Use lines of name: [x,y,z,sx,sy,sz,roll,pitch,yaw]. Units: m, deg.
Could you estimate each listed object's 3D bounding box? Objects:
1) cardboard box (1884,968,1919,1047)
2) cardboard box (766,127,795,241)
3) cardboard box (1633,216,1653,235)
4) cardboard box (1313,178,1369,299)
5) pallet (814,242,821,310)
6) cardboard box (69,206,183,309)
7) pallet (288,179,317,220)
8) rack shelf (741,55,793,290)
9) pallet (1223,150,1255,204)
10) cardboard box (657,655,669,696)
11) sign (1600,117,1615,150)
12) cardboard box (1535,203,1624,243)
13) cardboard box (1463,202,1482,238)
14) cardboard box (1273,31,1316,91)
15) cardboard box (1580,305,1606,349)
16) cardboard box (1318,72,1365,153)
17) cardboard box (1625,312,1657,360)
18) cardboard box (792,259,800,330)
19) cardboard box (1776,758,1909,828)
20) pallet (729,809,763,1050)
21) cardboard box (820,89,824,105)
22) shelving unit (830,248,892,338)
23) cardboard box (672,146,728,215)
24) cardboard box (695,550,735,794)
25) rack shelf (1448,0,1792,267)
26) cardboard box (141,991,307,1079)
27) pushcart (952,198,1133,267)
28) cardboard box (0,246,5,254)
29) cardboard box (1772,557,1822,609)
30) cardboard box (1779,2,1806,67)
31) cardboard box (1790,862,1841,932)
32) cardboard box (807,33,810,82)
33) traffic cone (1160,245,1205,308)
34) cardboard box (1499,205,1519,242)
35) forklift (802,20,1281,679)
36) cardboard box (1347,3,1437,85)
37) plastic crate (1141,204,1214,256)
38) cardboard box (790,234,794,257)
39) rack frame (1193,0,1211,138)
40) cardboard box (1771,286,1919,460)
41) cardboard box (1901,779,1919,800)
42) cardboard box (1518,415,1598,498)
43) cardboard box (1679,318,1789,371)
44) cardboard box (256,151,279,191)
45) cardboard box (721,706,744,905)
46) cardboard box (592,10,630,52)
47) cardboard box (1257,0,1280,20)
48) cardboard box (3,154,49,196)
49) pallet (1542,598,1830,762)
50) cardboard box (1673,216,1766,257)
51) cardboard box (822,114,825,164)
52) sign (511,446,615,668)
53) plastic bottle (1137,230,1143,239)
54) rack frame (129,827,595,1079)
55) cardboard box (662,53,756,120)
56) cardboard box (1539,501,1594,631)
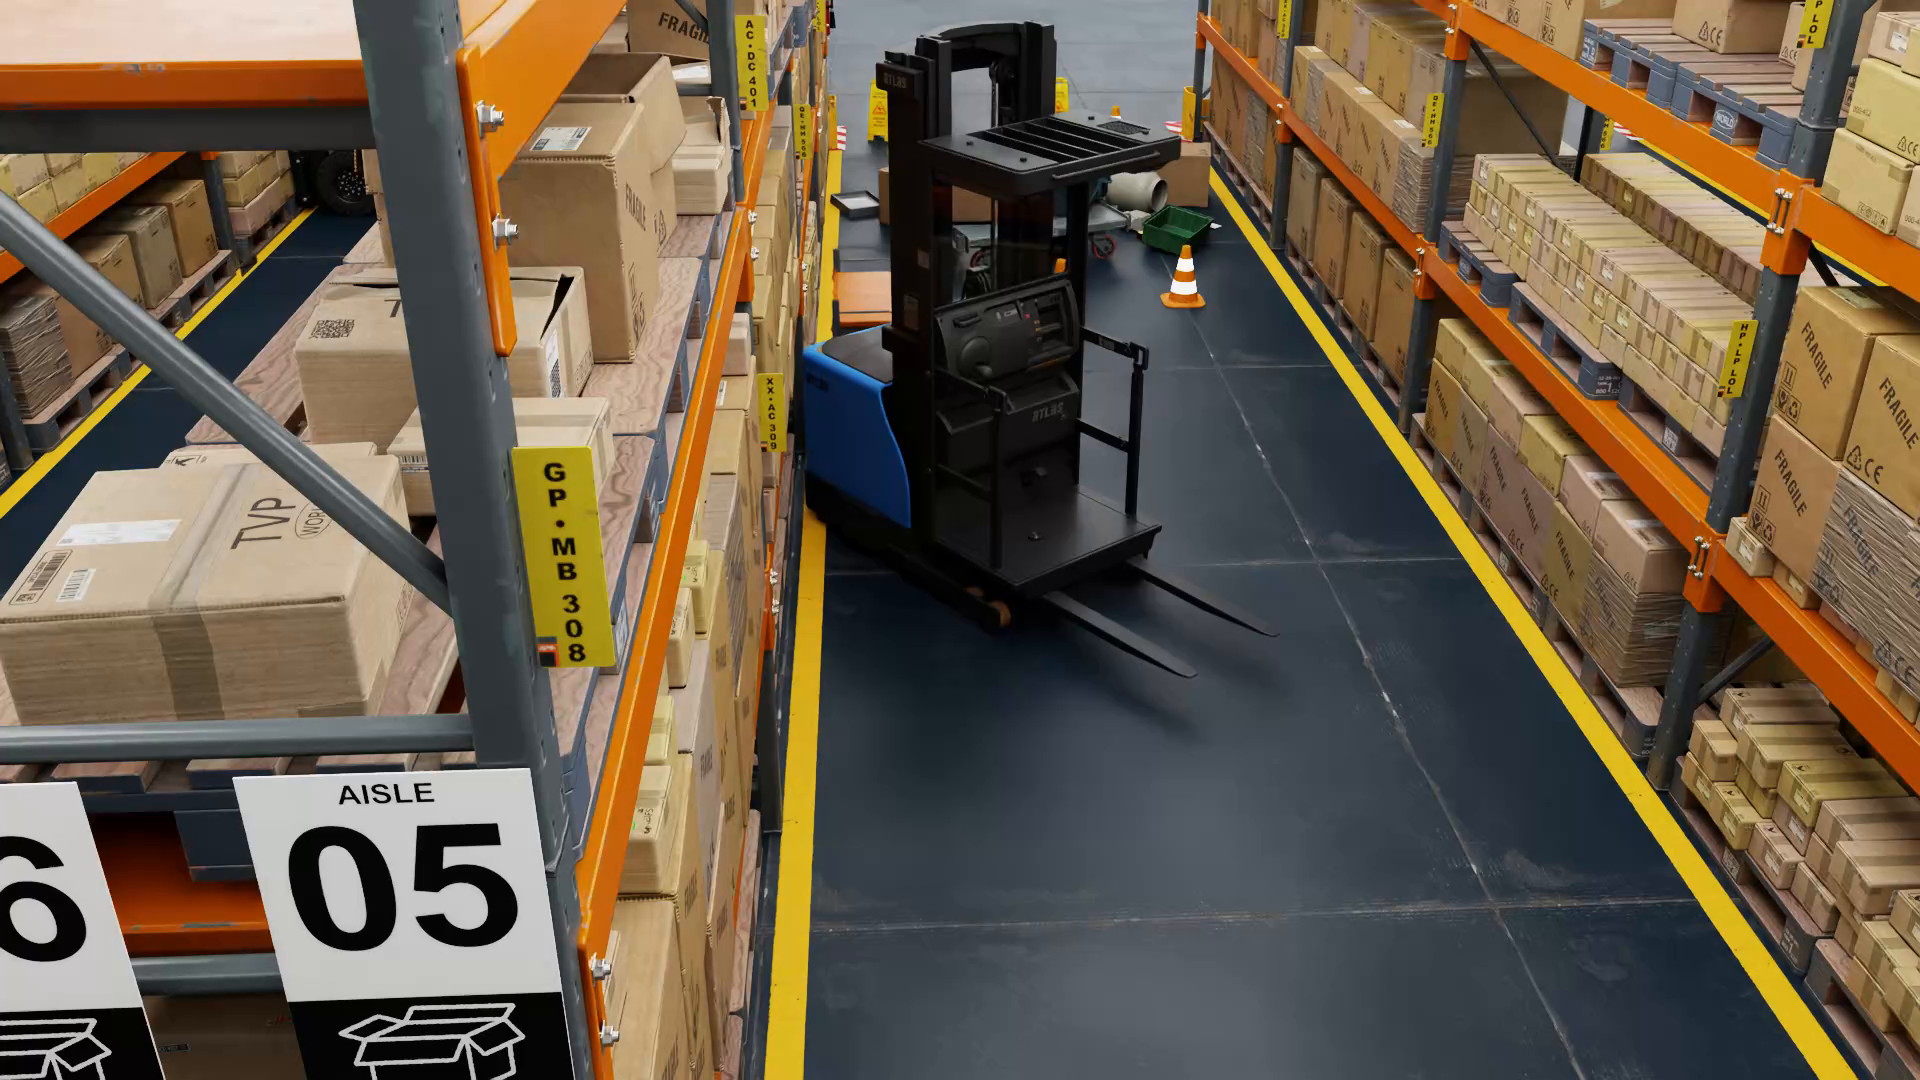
cardboard box: [3.447,1.609,5.728,0.380,0.149,0.250,-1,28,-2]
cardboard box: [-1.167,-1.923,9.004,0.500,0.500,0.500,-1,28,-2]
cardboard box: [3.973,-1.700,9.261,0.380,0.149,0.250,-1,28,-3]
cardboard box: [3.408,-2.376,13.041,1.050,0.750,0.750,-1,28,-3]
pallet: [-1.657,-2.156,13.655,1.003,0.211,1.213,-1,28,-3]
cardboard box: [-6.584,-2.164,12.769,0.875,0.625,0.625,-2,28,-3]
pallet: [-6.722,-3.327,15.900,1.003,0.211,1.213,-1,28,-3]
rack shelf: [-1.386,-1.992,7.859,1.077,0.370,4.000,-1,28,-3]
pallet: [3.211,-3.599,16.423,1.003,0.211,1.213,-1,28,-3]
cardboard box: [-0.896,0.361,3.923,0.380,0.149,0.250,-1,28,-2]
sign: [3.989,-2.566,10.260,0.100,0.325,0.005,-1,28,-3]
cardboard box: [3.333,-1.706,8.952,0.380,0.149,0.250,0,28,0]
cardboard box: [3.270,-1.934,10.032,0.380,0.149,0.250,-2,28,-3]
cardboard box: [3.208,-4.154,14.309,0.875,0.550,0.550,-1,28,-3]
cardboard box: [3.367,-1.078,8.391,0.380,0.149,0.250,0,28,0]
cardboard box: [3.048,-3.249,12.627,0.500,0.500,0.500,-2,28,-3]
cardboard box: [3.395,-0.971,7.865,0.380,0.149,0.250,-2,28,-4]
cardboard box: [-1.162,-1.375,9.305,0.500,0.250,0.500,-1,28,-2]
cardboard box: [3.486,0.999,6.576,0.380,0.149,0.250,-2,28,-3]
pallet: [-1.320,1.532,6.584,1.003,0.211,1.213,-1,28,-3]
cardboard box: [-1.452,-4.038,15.256,0.380,0.149,0.250,0,28,0]
shelving unit: [-0.559,-1.200,10.833,0.538,1.125,1.048,-2,28,-3]
cardboard box: [-0.914,-1.097,5.075,0.380,0.149,0.250,-1,28,-1]
cardboard box: [-0.909,0.368,4.612,0.500,0.500,0.500,-1,28,-2]
rack shelf: [3.552,-2.158,8.178,1.077,0.370,4.000,-1,28,-3]
cardboard box: [-1.291,0.854,2.978,0.380,0.149,0.250,-1,28,-2]
pushcart: [0.575,-2.667,14.455,1.648,0.377,0.936,-11,30,-20]
cardboard box: [-6.226,-1.927,10.363,0.500,0.250,0.500,-1,28,-2]
cardboard box: [3.433,0.144,6.501,0.380,0.149,0.250,-1,28,-1]
cardboard box: [3.821,-2.111,6.953,0.500,0.311,0.500,-2,28,-3]
cardboard box: [3.497,1.383,6.484,0.380,0.149,0.250,-2,28,-4]
cardboard box: [-1.446,-3.906,13.112,0.500,0.500,0.500,-2,28,-4]
traffic cone: [1.801,-2.137,13.347,0.336,0.463,0.334,-1,28,-3]
cardboard box: [3.306,-1.801,9.455,0.380,0.149,0.250,-2,28,-4]
forklift: [0.398,-1.077,8.645,1.130,2.935,3.031,-21,34,-34]
cardboard box: [3.326,-3.705,12.421,0.700,0.500,0.500,-1,28,-2]
plastic crate: [1.922,-2.745,14.748,0.450,0.188,0.662,22,34,18]
cardboard box: [-1.181,-1.605,9.206,0.500,0.250,0.500,-2,28,-4]
rack frame: [3.030,-5.765,17.560,1.000,3.000,0.127,-1,28,-3]
cardboard box: [3.437,-0.629,6.200,0.500,0.500,0.500,-1,28,-1]
cardboard box: [4.008,0.981,6.612,0.380,0.149,0.250,-2,28,-3]
cardboard box: [3.310,-0.453,8.813,0.500,0.250,0.500,-3,28,-5]
cardboard box: [3.426,-0.867,7.342,0.380,0.149,0.250,-2,28,-4]
cardboard box: [-6.401,-3.282,14.778,0.500,0.250,0.500,-2,28,-3]
cardboard box: [-0.916,0.818,4.830,0.500,0.500,0.500,0,28,-1]
cardboard box: [-1.537,-1.936,6.616,0.500,0.311,0.500,-1,28,-3]
cardboard box: [3.109,-4.885,14.543,0.875,0.550,0.550,-1,28,-3]
cardboard box: [-6.251,-2.380,10.691,0.500,0.250,0.500,-1,28,-1]
pallet: [3.615,0.654,8.269,1.003,0.211,1.213,-1,28,-3]
cardboard box: [3.997,-1.597,8.742,0.380,0.149,0.250,0,28,0]
cardboard box: [-1.500,-3.577,15.073,0.500,0.500,0.500,0,28,-1]
sign: [-0.518,0.027,2.180,0.100,0.325,0.005,-1,28,-3]
plastic bottle: [1.718,-2.706,14.872,0.133,0.061,0.283,-17,32,-29]
rack frame: [-1.072,1.790,3.074,1.000,3.000,0.127,-1,28,-3]
cardboard box: [-0.958,-1.753,6.315,0.396,0.266,0.258,-2,28,-3]
cardboard box: [3.340,0.126,8.513,0.500,0.500,0.500,-2,28,-4]
